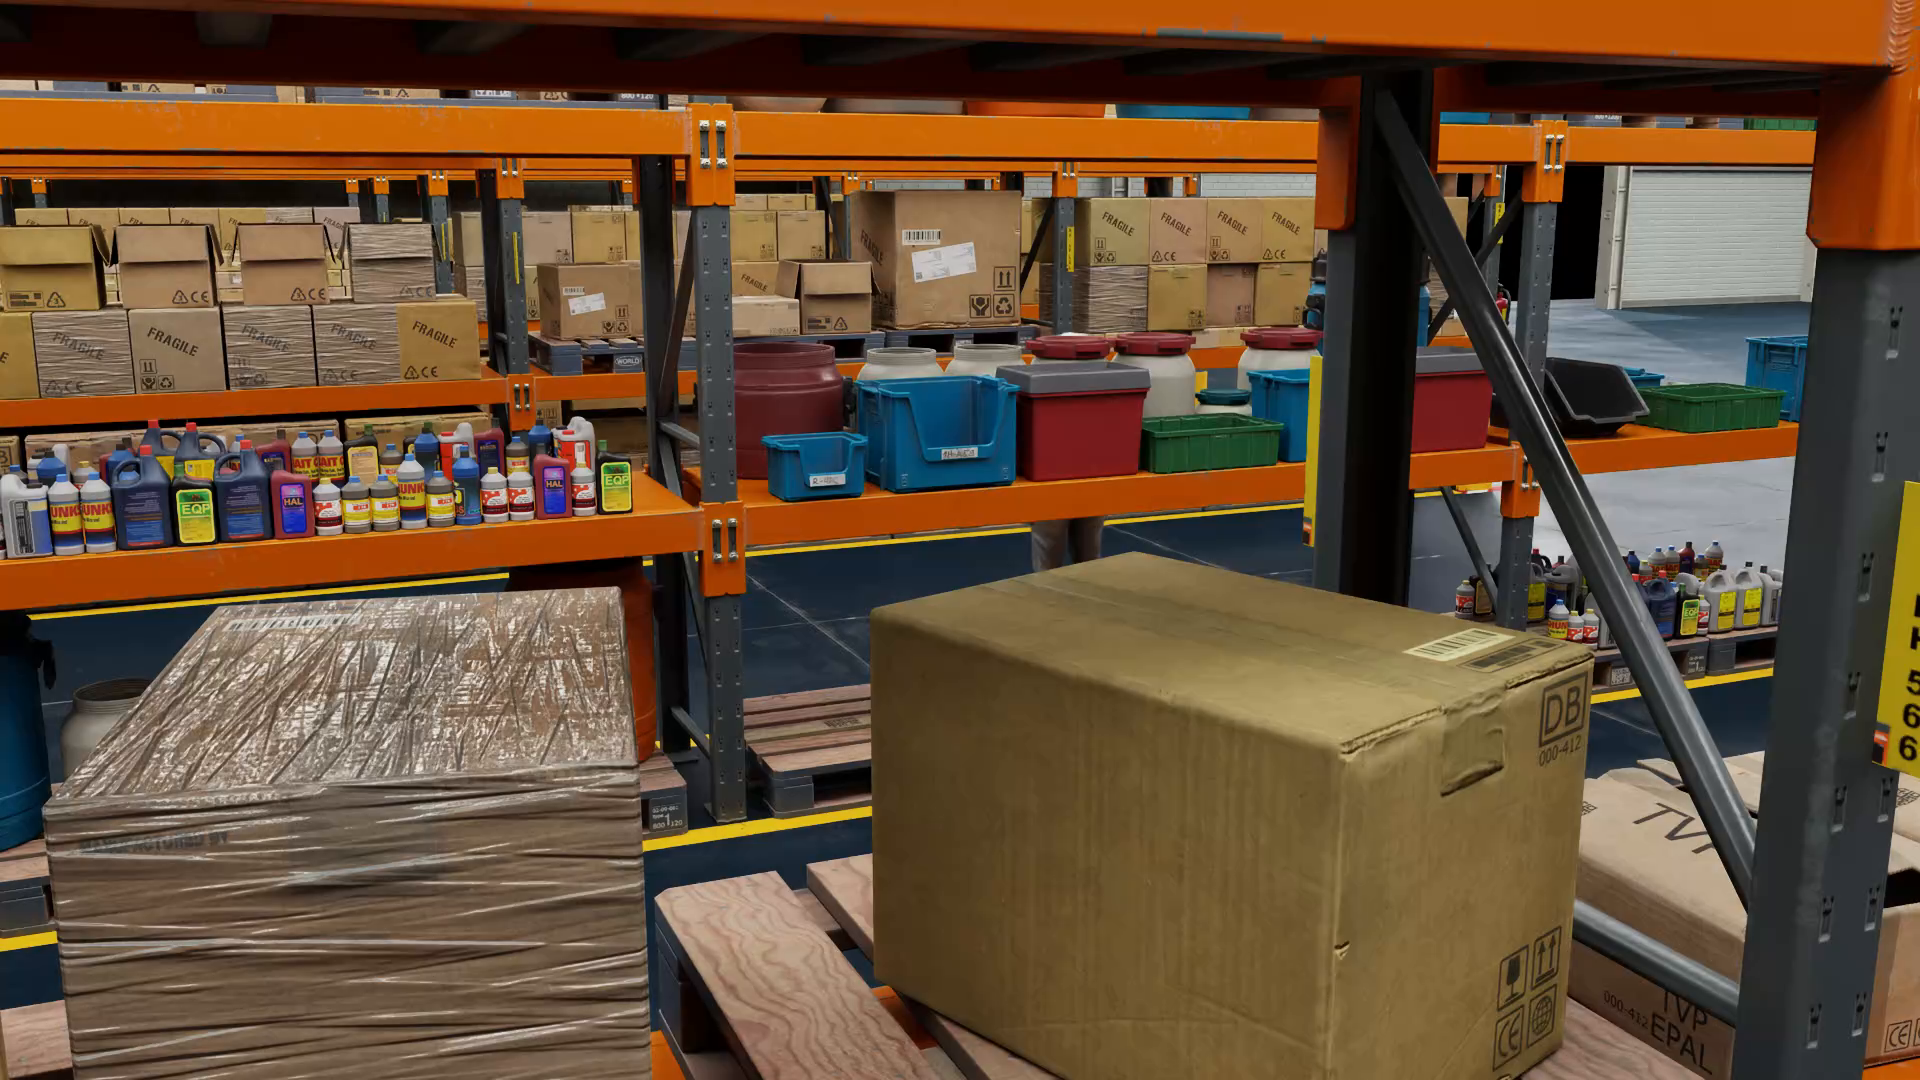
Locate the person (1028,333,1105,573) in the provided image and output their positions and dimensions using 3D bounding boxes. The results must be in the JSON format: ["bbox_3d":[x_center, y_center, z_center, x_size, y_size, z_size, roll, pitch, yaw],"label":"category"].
[{"bbox_3d":[0.574,-0.240,9.043,0.531,1.769,0.359,-5,13,-22],"label":"person"}]
